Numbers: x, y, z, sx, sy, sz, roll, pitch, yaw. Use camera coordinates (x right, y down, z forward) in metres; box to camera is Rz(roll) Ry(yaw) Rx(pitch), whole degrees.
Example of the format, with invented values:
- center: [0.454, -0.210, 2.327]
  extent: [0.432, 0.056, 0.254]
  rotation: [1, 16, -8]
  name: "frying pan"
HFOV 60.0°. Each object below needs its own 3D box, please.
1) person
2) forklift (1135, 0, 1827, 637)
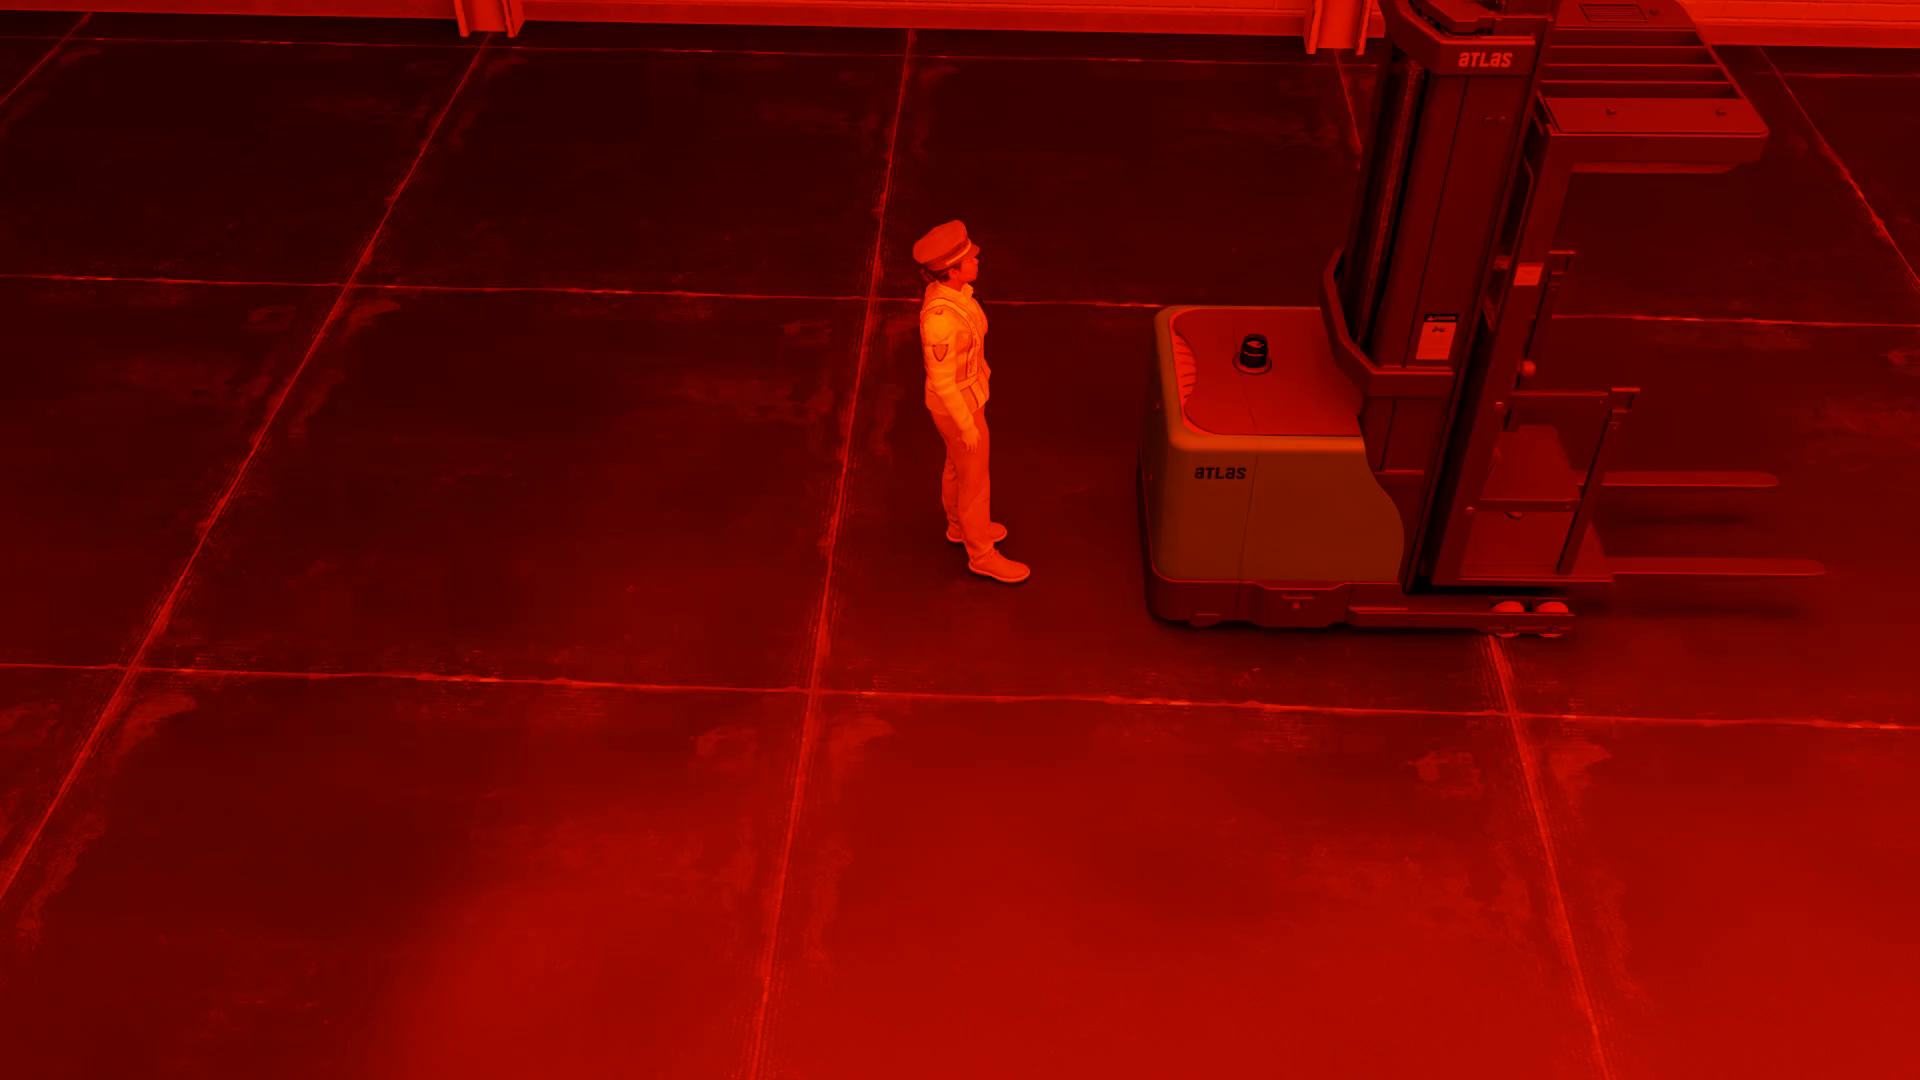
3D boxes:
- center: [0.068, -0.625, 7.333]
  extent: [0.531, 1.695, 0.587]
  rotation: [2, 42, 2]
  name: "person"
- center: [2.365, -1.011, 6.850]
  extent: [3.031, 2.935, 1.130]
  rotation: [1, 42, 1]
  name: "forklift"
